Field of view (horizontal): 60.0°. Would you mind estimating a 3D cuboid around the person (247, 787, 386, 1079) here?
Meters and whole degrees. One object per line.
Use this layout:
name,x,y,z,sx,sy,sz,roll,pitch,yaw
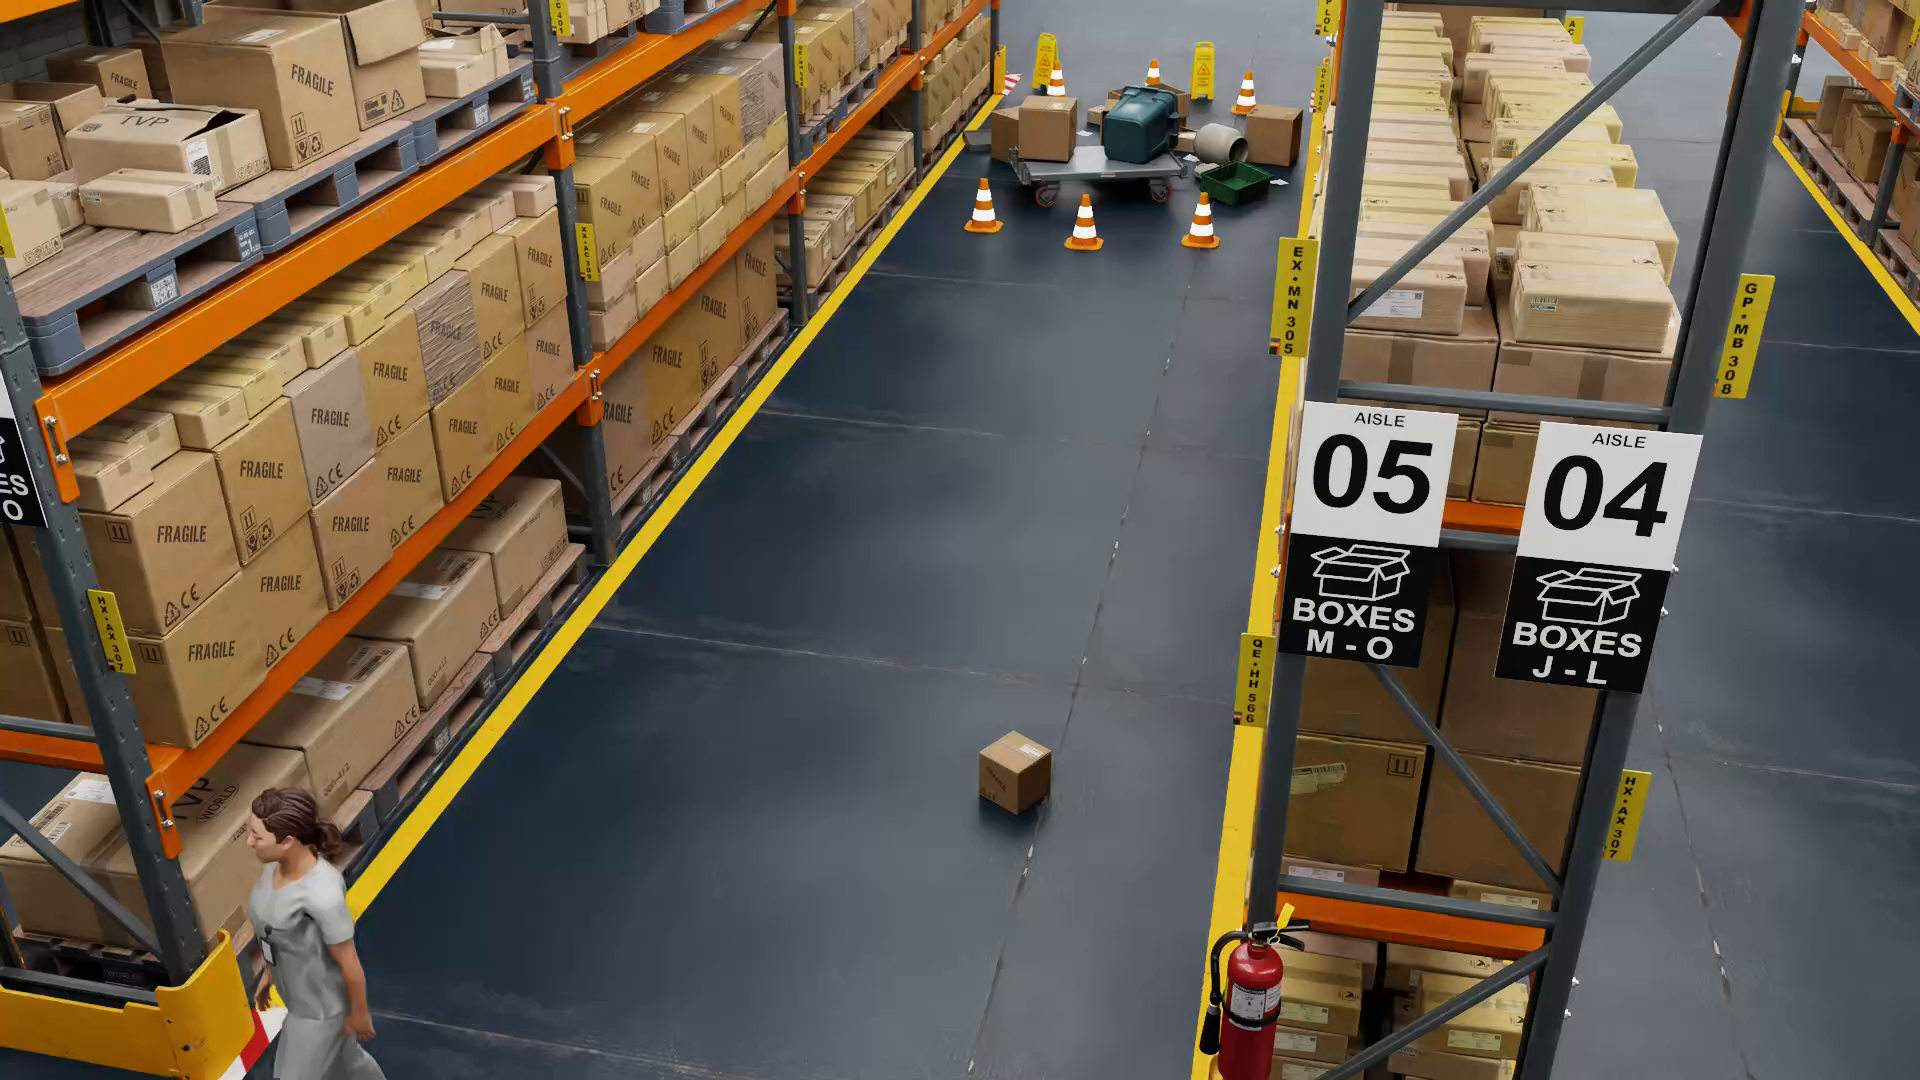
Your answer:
person,-2.249,1.590,5.736,0.476,1.701,0.461,-22,36,-34
